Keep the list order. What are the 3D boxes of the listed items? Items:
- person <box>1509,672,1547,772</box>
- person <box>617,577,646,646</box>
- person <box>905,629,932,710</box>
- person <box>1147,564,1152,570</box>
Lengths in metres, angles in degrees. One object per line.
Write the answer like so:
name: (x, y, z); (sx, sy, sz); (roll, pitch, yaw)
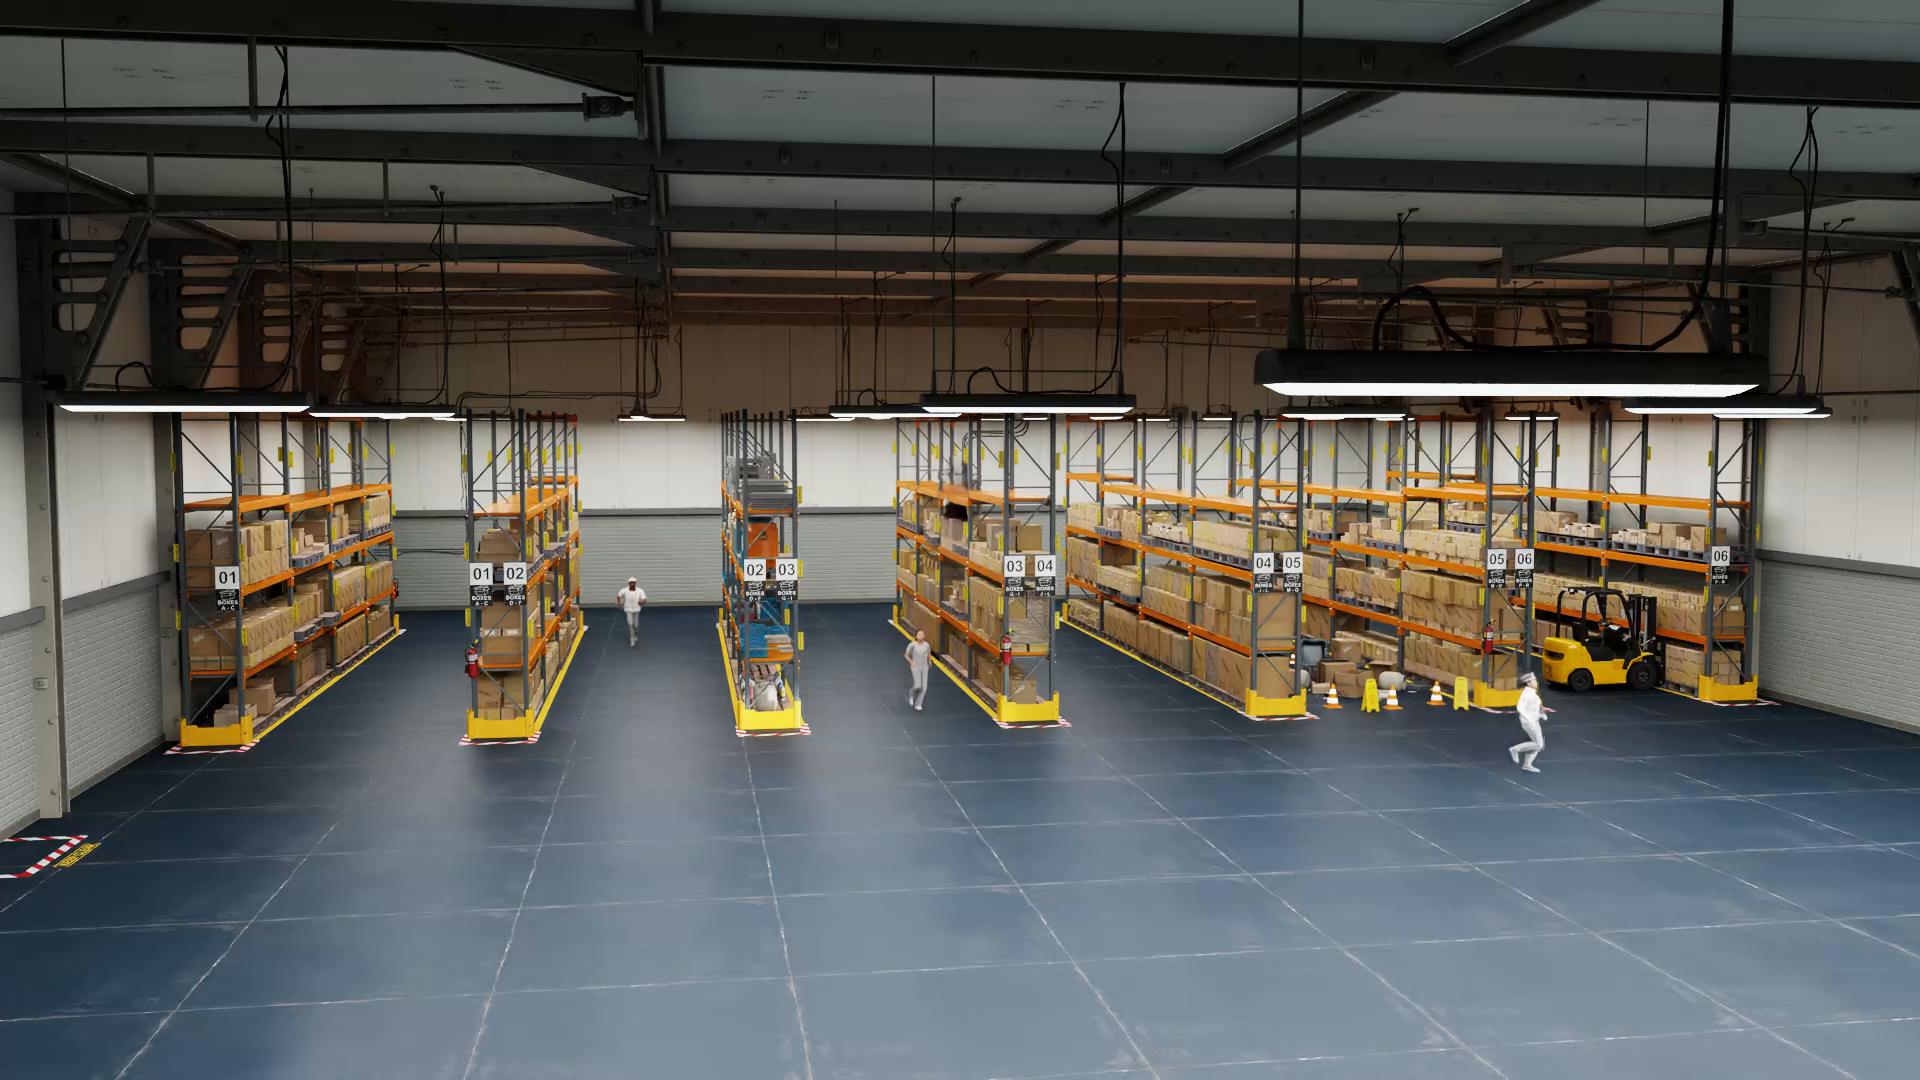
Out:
person: (9.376, 2.994, 27.422); (0.554, 1.660, 0.616); (2, 4, 27)
person: (-8.469, 1.832, 42.982); (0.727, 1.737, 0.998); (-1, 4, -17)
person: (-0.810, 2.590, 33.279); (0.546, 1.614, 0.554); (-2, 4, -24)
person: (5.376, 1.541, 47.357); (0.682, 1.735, 0.654); (-1, 4, -10)
